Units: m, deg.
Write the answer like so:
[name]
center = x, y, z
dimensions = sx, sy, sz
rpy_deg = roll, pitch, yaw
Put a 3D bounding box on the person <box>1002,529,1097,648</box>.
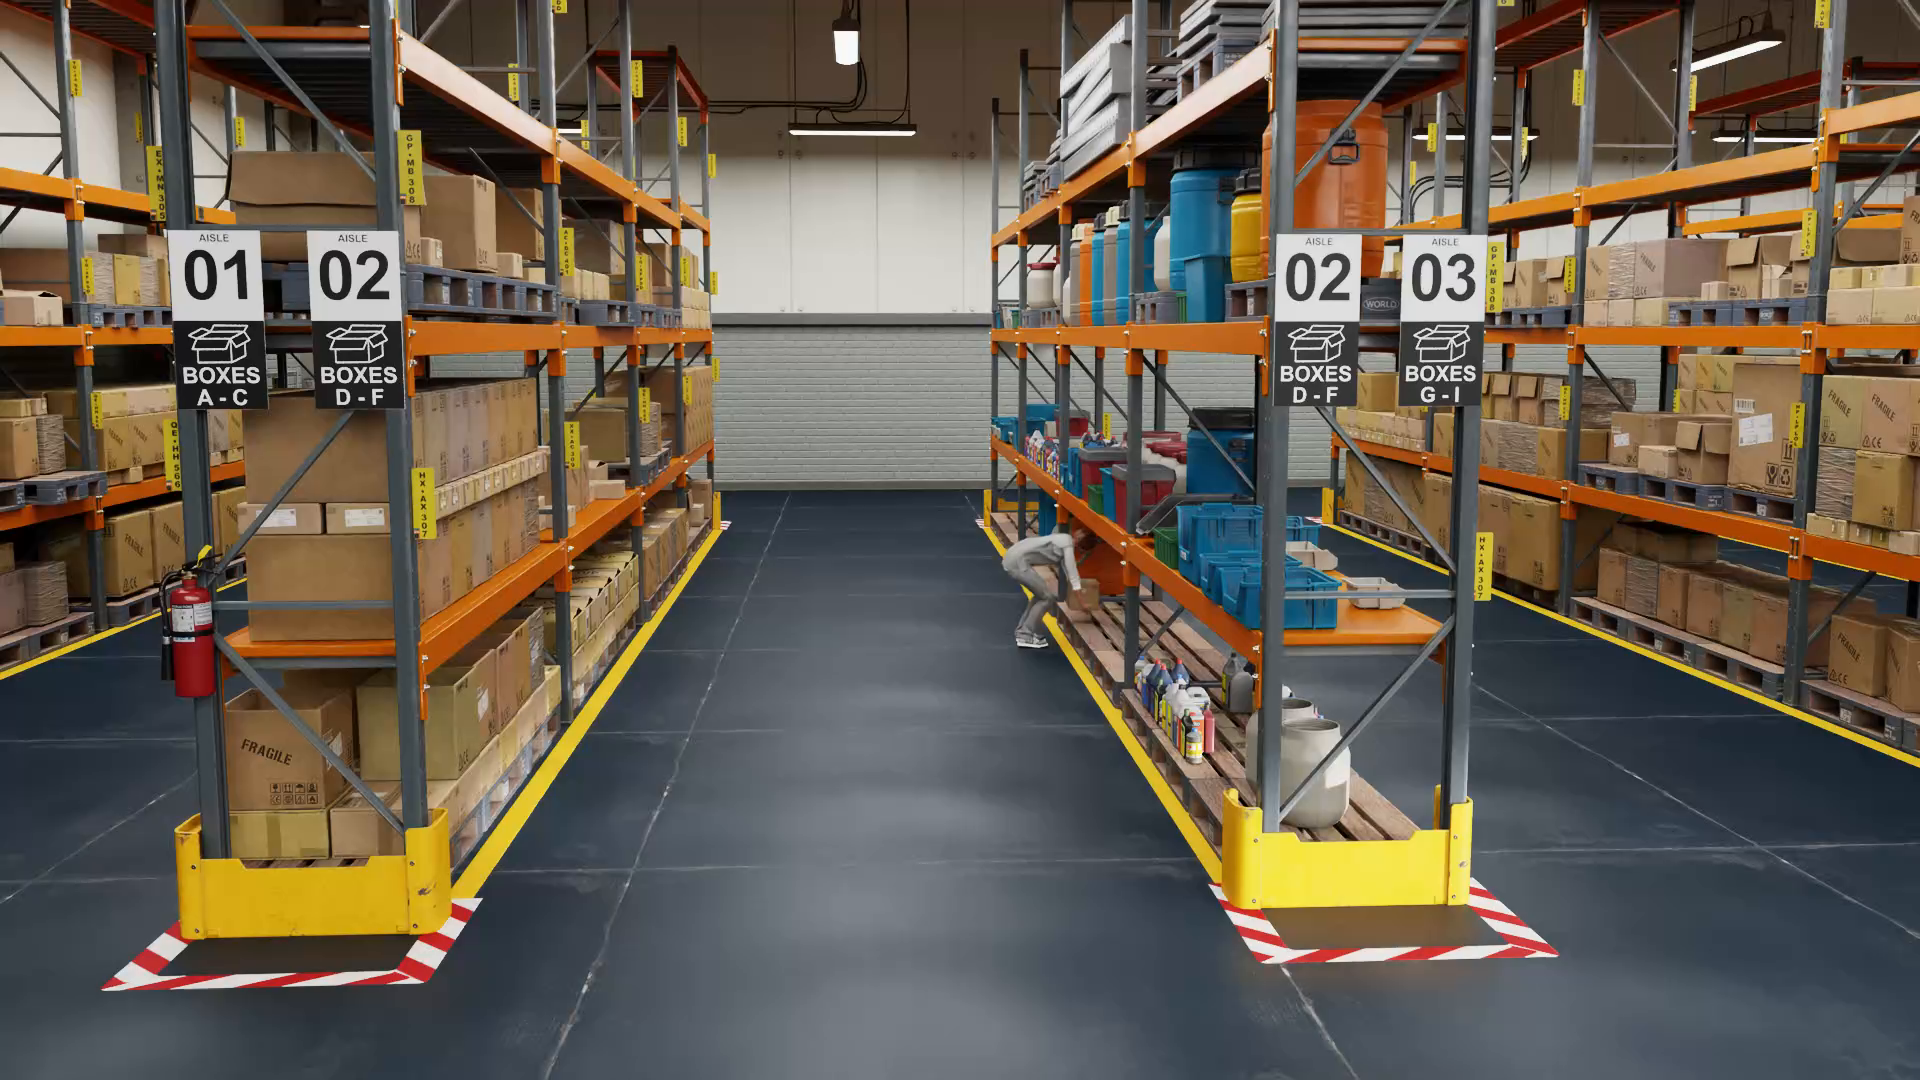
[person]
center = 0.793, 0.419, 14.713
dimensions = 0.851, 1.036, 0.418
rpy_deg = -1, 7, -7
